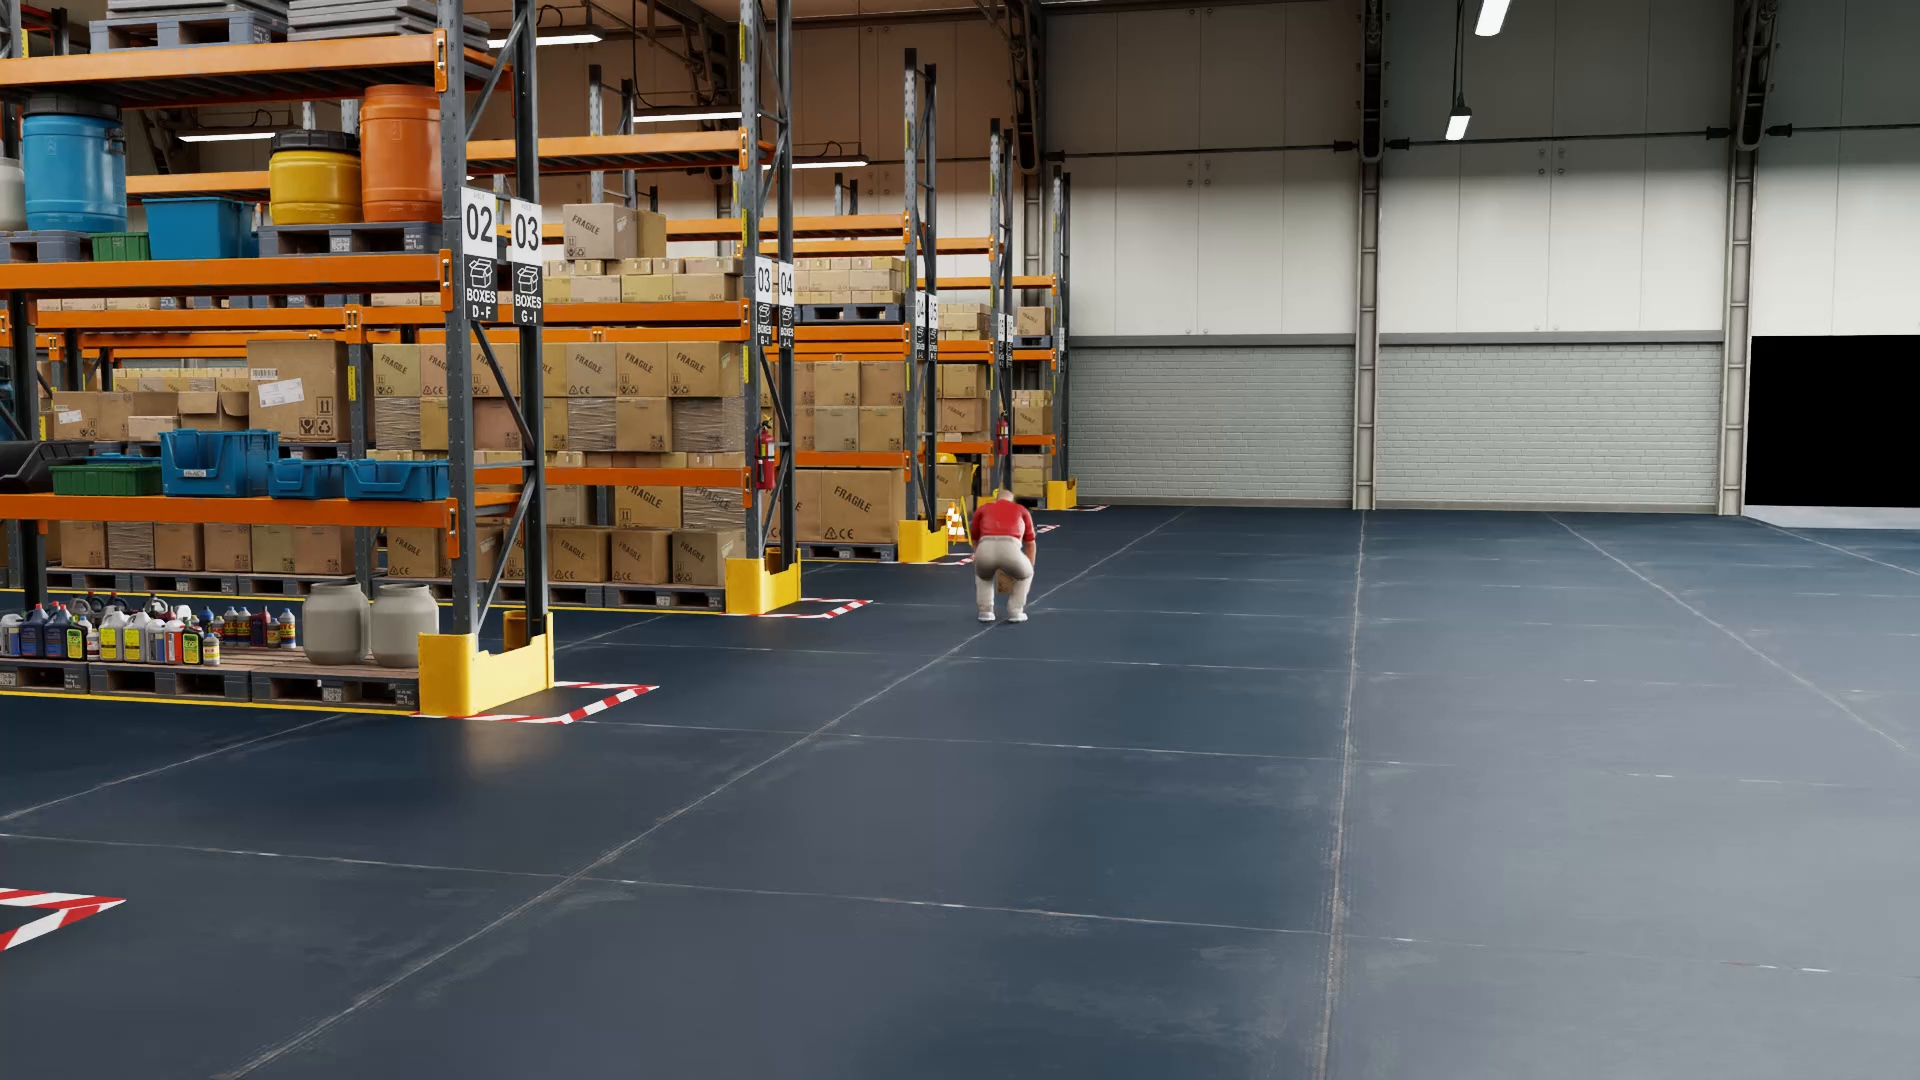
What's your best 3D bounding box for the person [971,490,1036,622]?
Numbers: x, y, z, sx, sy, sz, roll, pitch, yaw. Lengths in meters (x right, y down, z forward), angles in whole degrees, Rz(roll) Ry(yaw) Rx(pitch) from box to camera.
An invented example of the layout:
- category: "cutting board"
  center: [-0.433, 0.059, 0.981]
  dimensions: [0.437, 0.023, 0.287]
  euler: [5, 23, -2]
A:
- category: "person"
  center: [0.347, 0.140, 14.564]
  dimensions: [0.571, 1.130, 0.818]
  euler: [1, 5, 13]
